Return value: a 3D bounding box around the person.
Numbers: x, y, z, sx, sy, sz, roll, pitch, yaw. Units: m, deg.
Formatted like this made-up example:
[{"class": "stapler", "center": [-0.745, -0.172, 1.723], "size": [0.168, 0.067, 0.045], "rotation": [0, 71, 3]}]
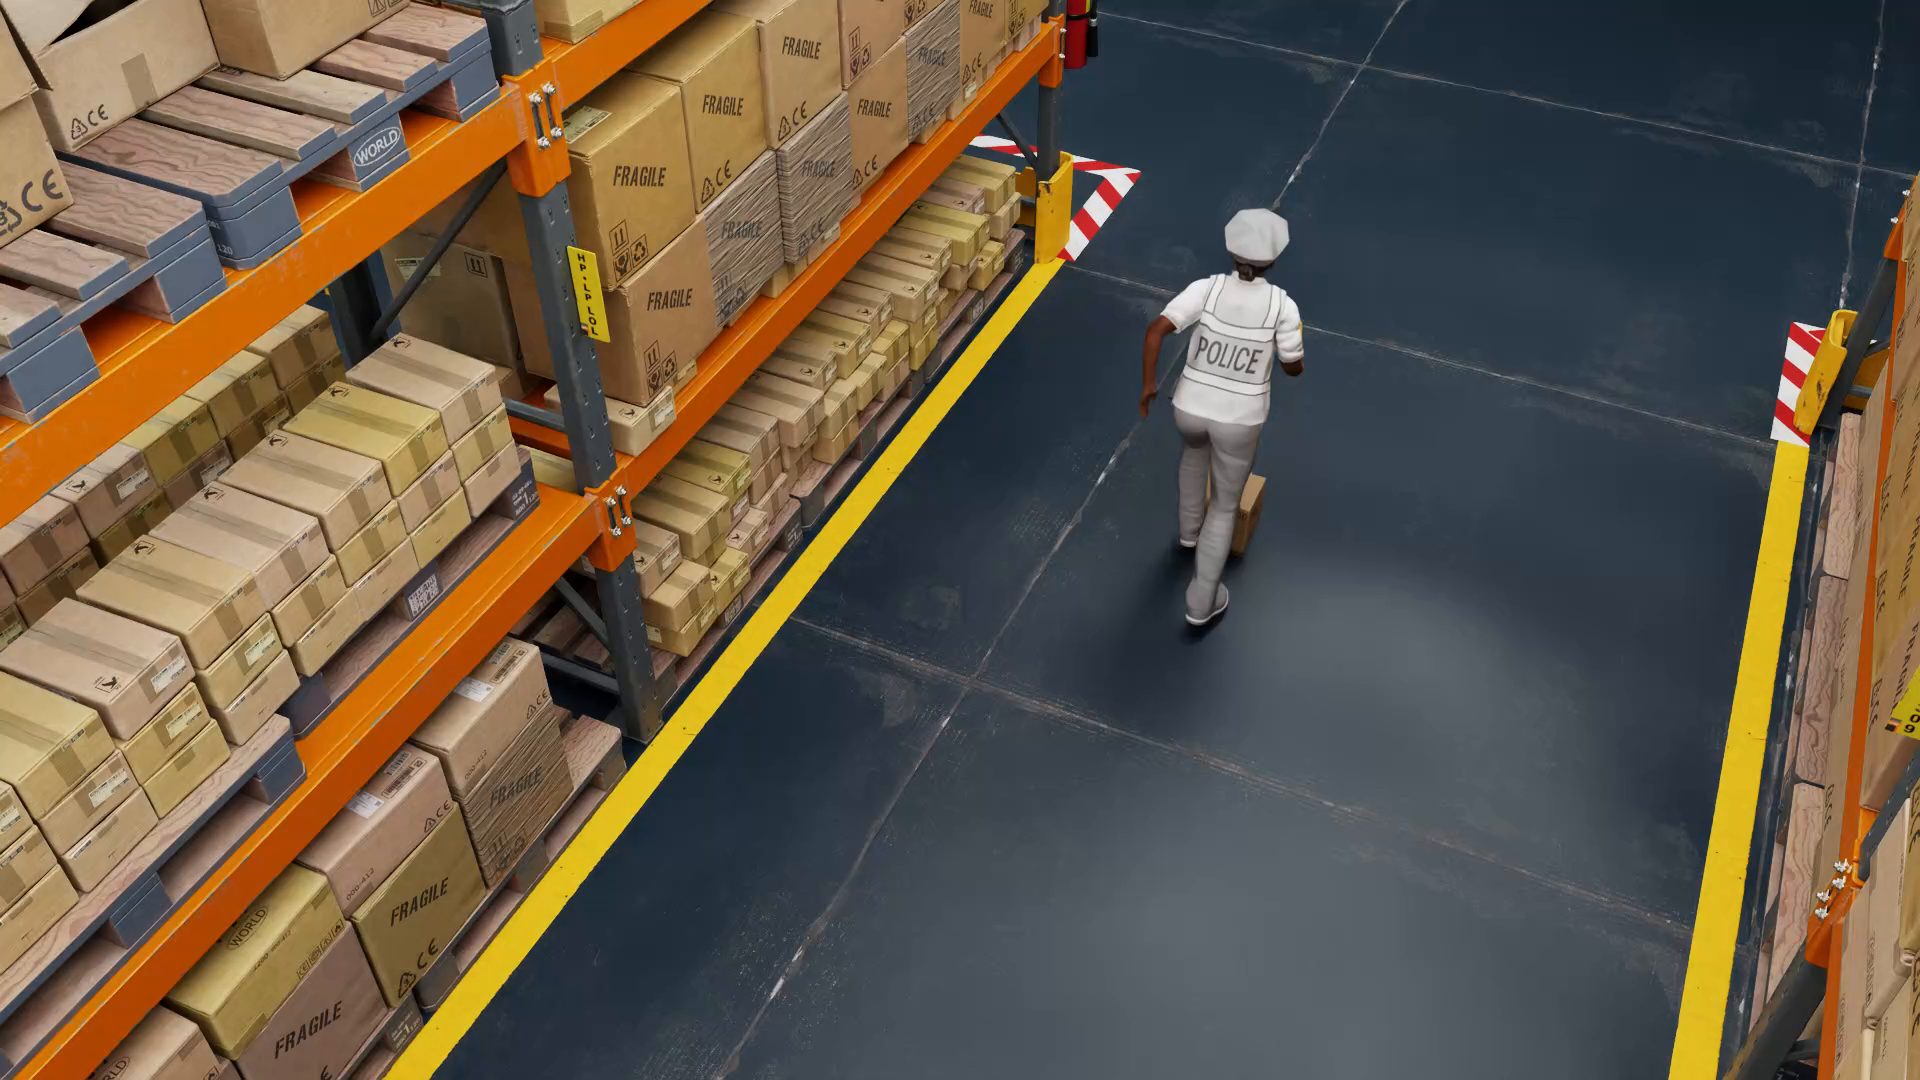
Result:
[{"class": "person", "center": [1.045, -0.510, 6.758], "size": [0.570, 1.615, 0.923], "rotation": [20, 46, 20]}]
